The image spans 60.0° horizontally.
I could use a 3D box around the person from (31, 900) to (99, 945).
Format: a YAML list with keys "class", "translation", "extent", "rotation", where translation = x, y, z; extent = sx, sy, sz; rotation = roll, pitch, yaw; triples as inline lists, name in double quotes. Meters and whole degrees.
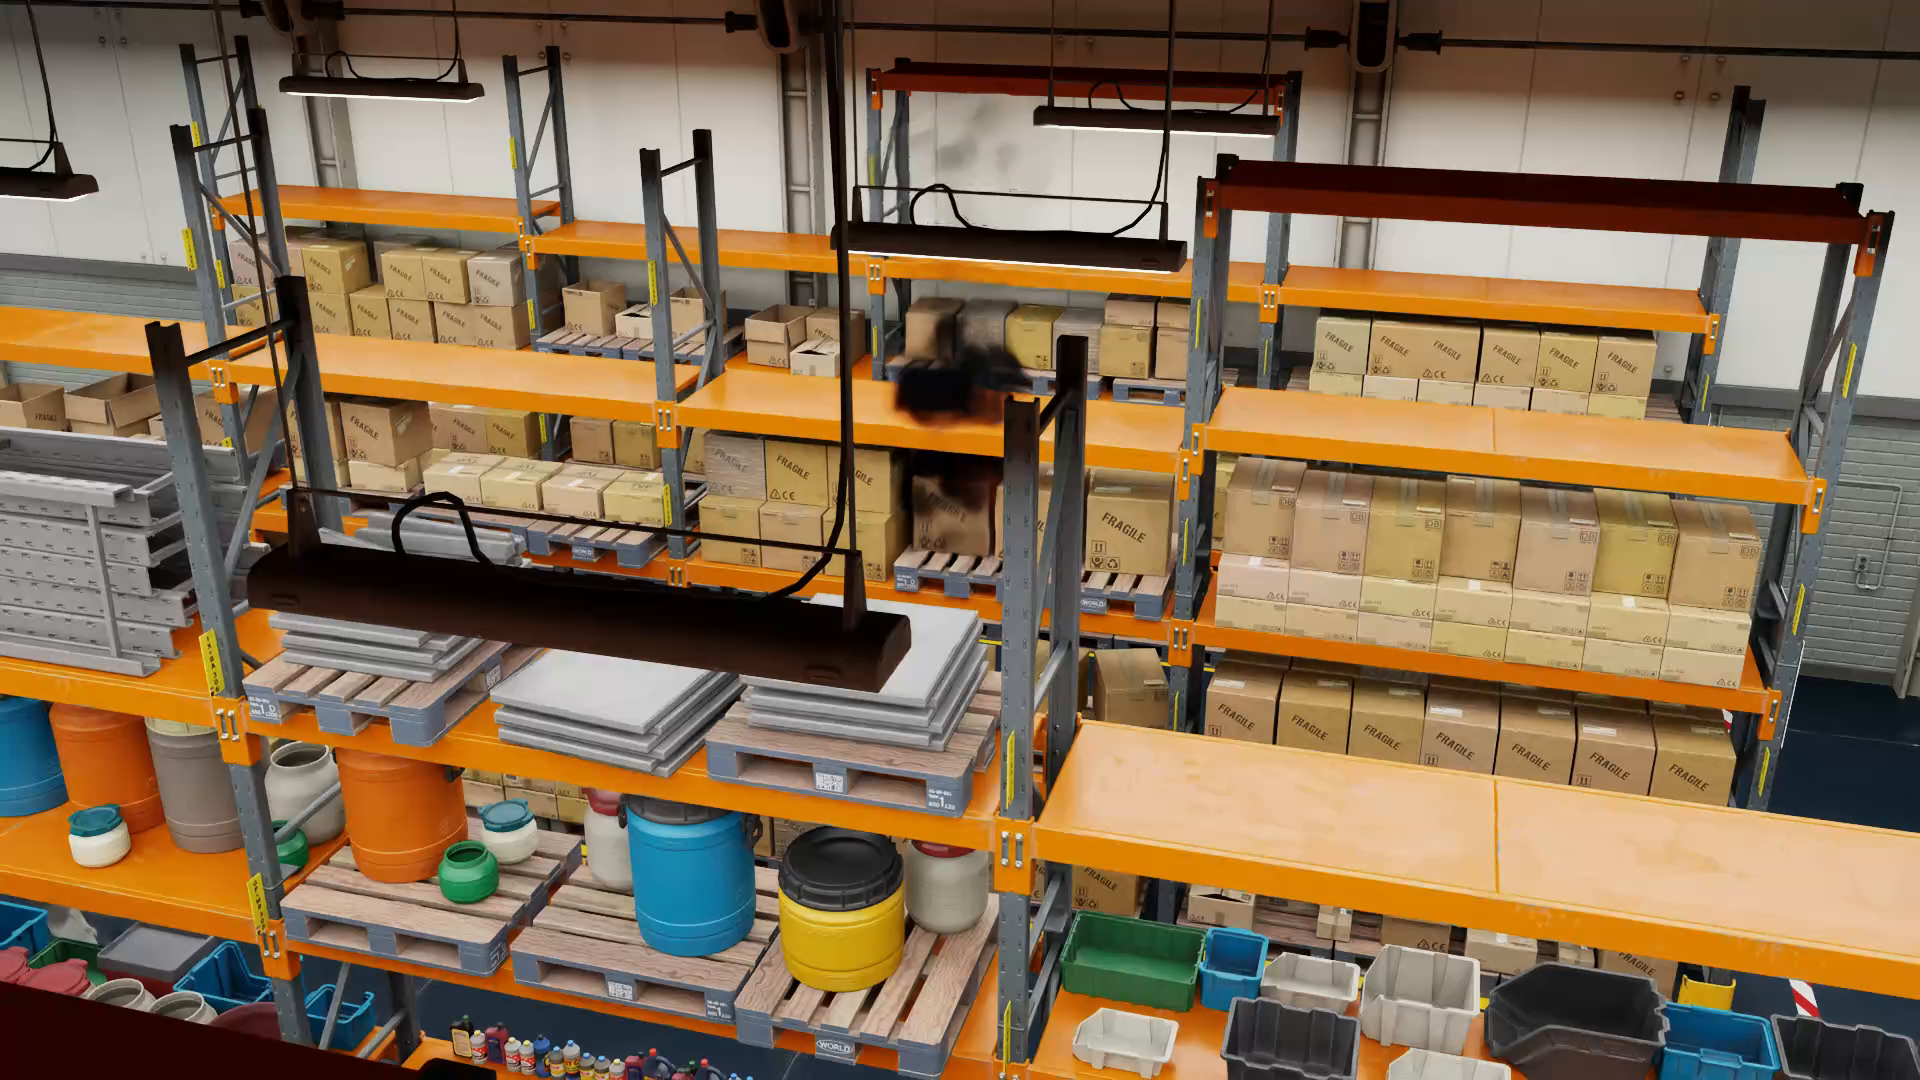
- class: "person"
  translation: [-6.846, 2.494, 12.478]
  extent: [0.697, 1.748, 0.655]
  rotation: [5, 23, 12]
